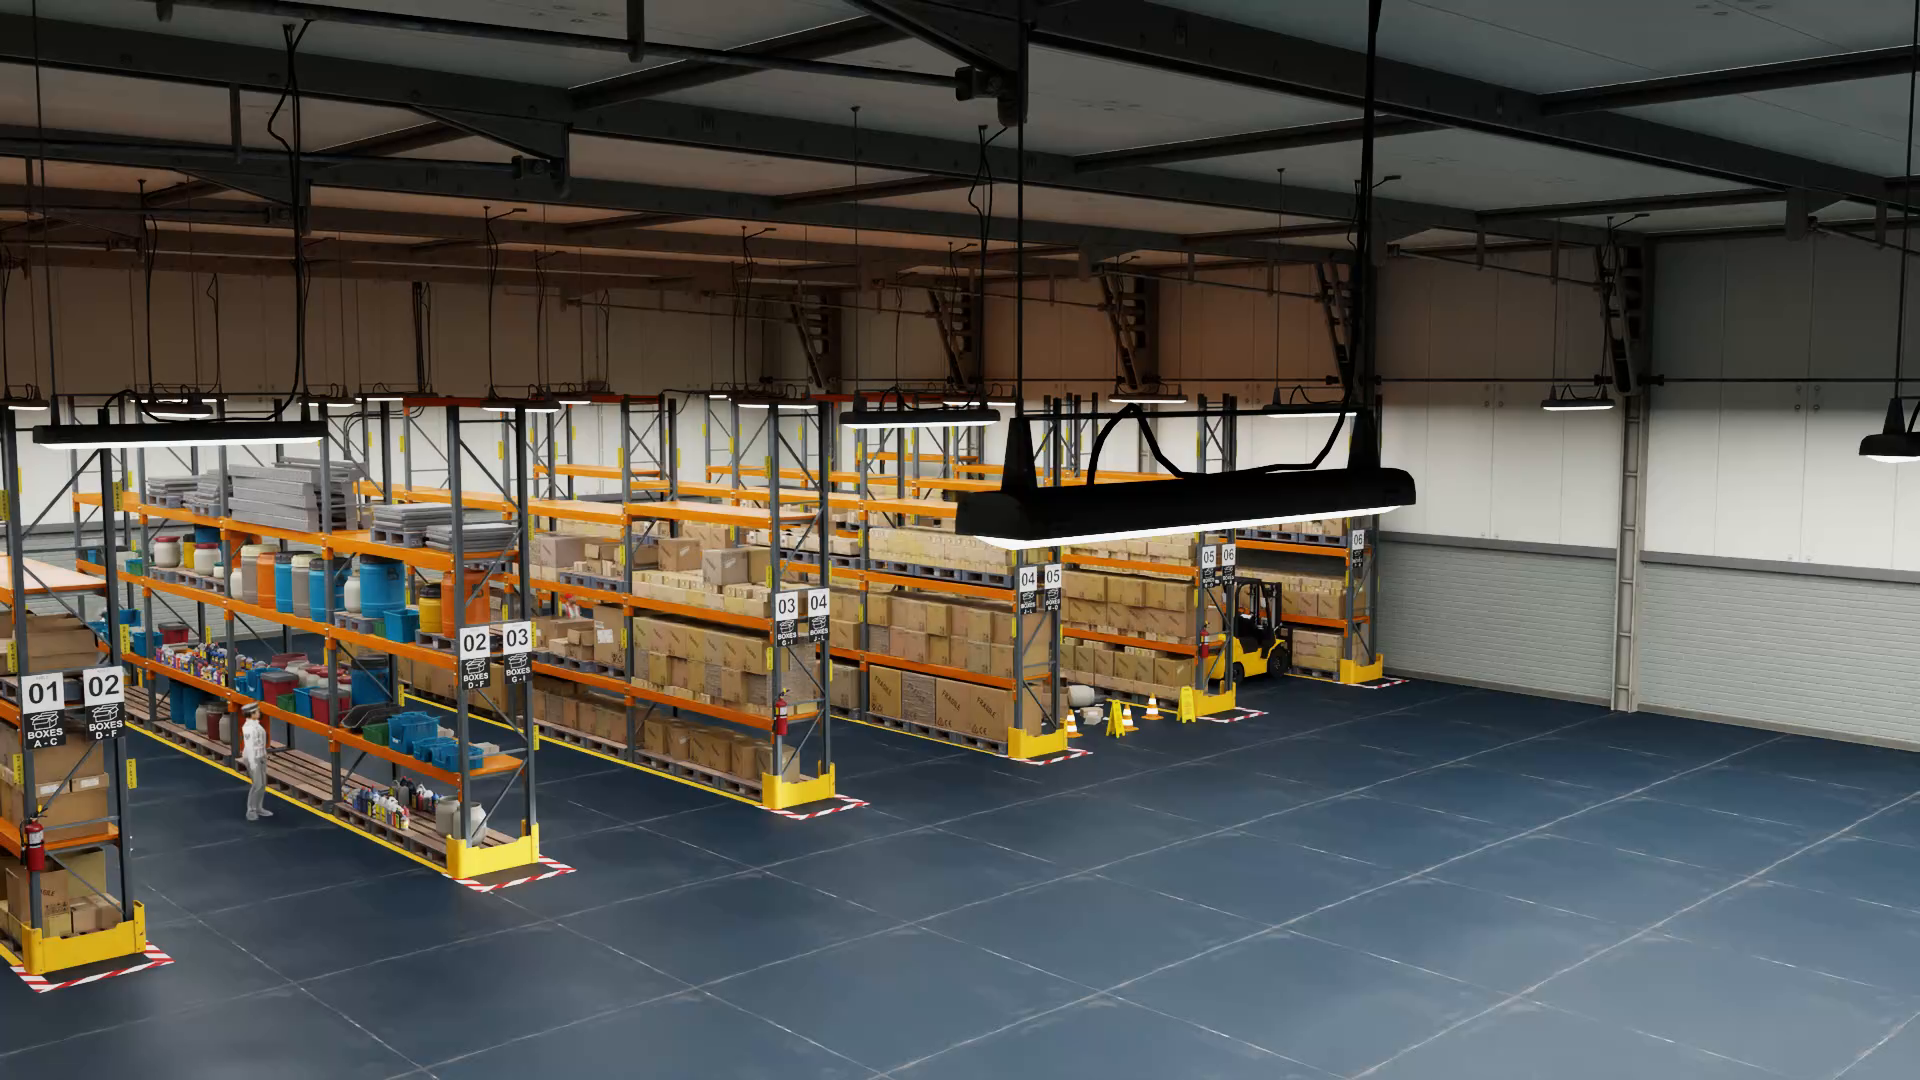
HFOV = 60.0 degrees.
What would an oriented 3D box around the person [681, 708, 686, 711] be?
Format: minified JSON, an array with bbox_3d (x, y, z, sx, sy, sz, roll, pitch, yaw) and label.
[{"bbox_3d":[-5.130,2.436,31.631,0.542,1.673,0.453,3,6,30],"label":"person"}]

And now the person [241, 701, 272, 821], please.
[{"bbox_3d":[-10.199,3.209,24.103,0.371,1.754,0.547,0,6,1],"label":"person"}]

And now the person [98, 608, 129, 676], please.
[{"bbox_3d":[-17.622,2.182,34.491,1.051,1.593,0.593,-5,7,-41],"label":"person"}]

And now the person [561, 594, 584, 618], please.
[{"bbox_3d":[-8.399,2.011,35.606,0.687,1.857,0.790,-4,7,-38],"label":"person"}]
